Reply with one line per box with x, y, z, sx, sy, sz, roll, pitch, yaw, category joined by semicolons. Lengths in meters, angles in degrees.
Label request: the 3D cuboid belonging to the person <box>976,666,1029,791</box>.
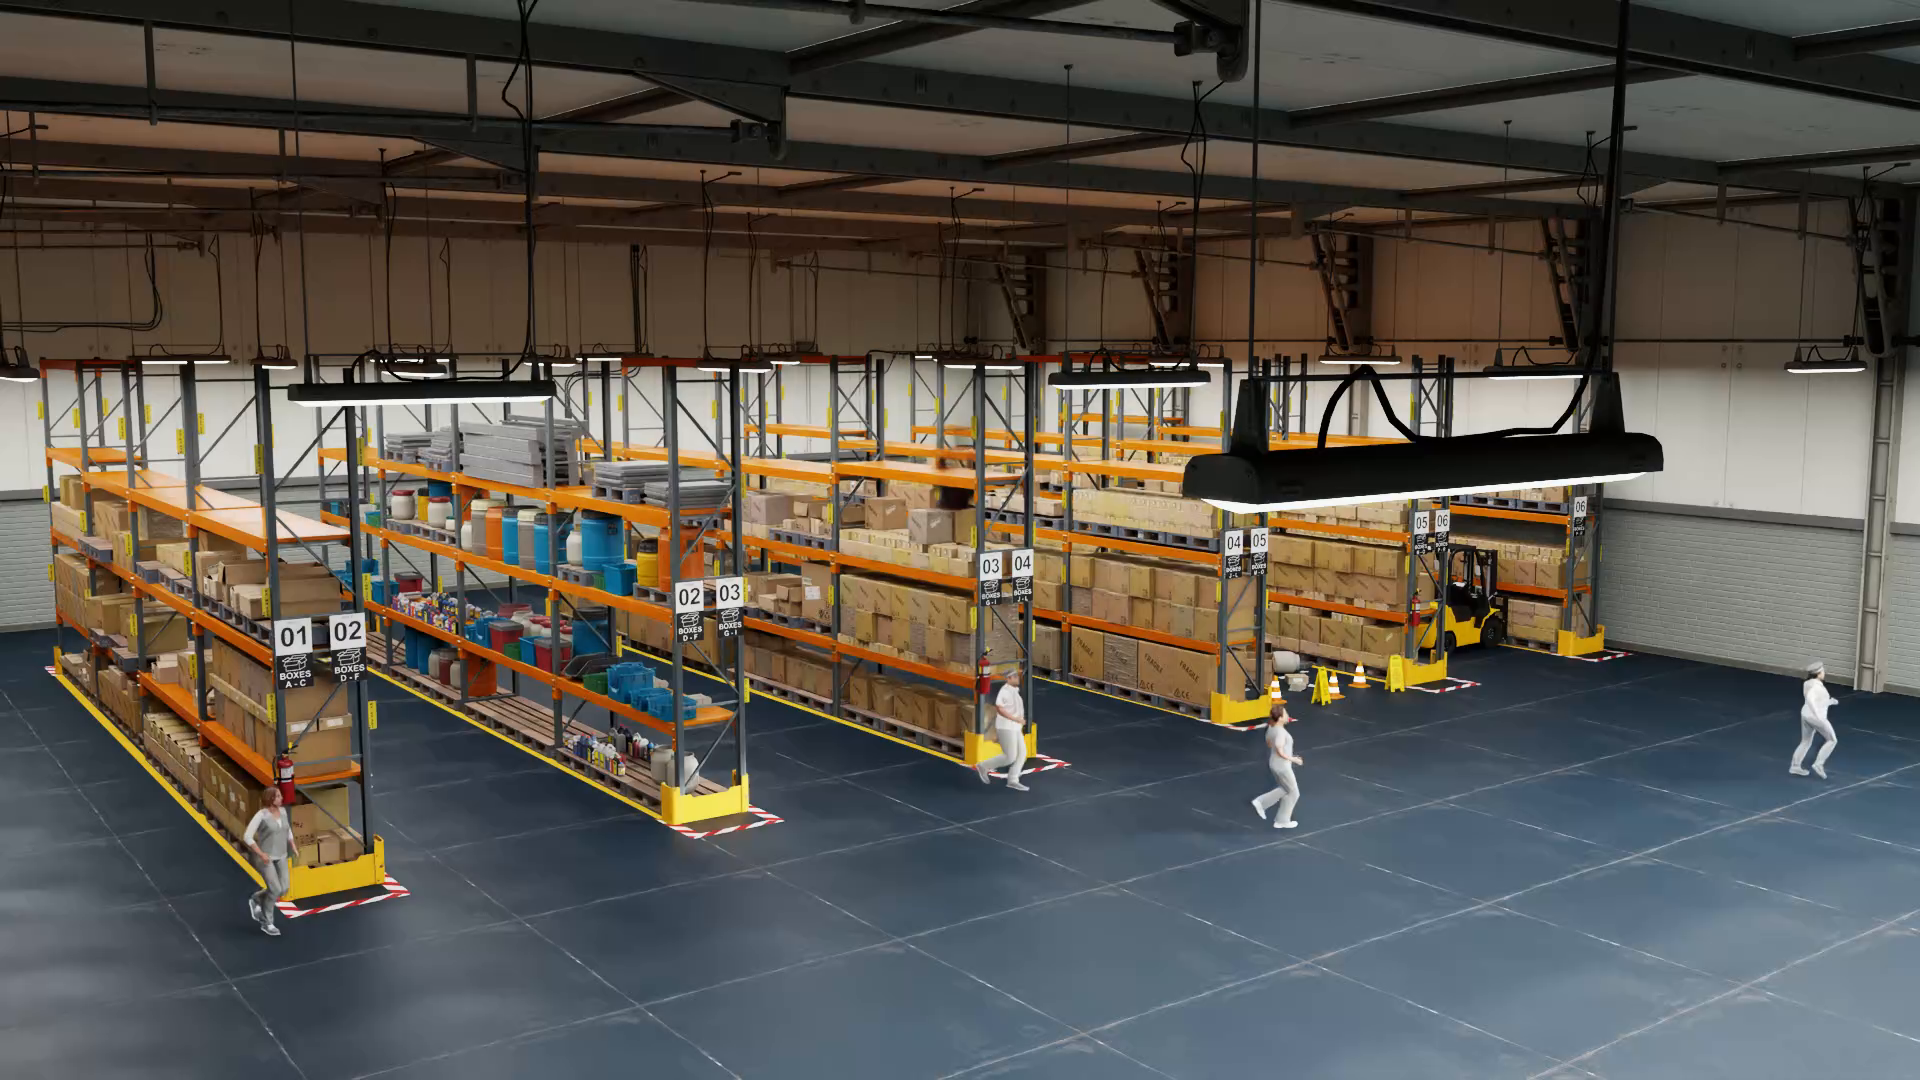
0.637;2.653;23.581;0.745;1.766;0.677;2;7;15;person

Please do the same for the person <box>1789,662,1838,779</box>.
12.389;2.610;24.076;0.647;1.703;0.591;0;7;-4;person

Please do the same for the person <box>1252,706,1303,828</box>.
4.119;2.941;21.571;0.594;1.618;0.562;-1;7;-5;person

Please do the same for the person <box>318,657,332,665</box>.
-10.712;2.099;28.041;0.706;1.813;0.673;6;9;43;person

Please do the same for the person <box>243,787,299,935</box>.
-7.449;3.434;17.914;0.503;1.556;0.599;3;8;24;person
